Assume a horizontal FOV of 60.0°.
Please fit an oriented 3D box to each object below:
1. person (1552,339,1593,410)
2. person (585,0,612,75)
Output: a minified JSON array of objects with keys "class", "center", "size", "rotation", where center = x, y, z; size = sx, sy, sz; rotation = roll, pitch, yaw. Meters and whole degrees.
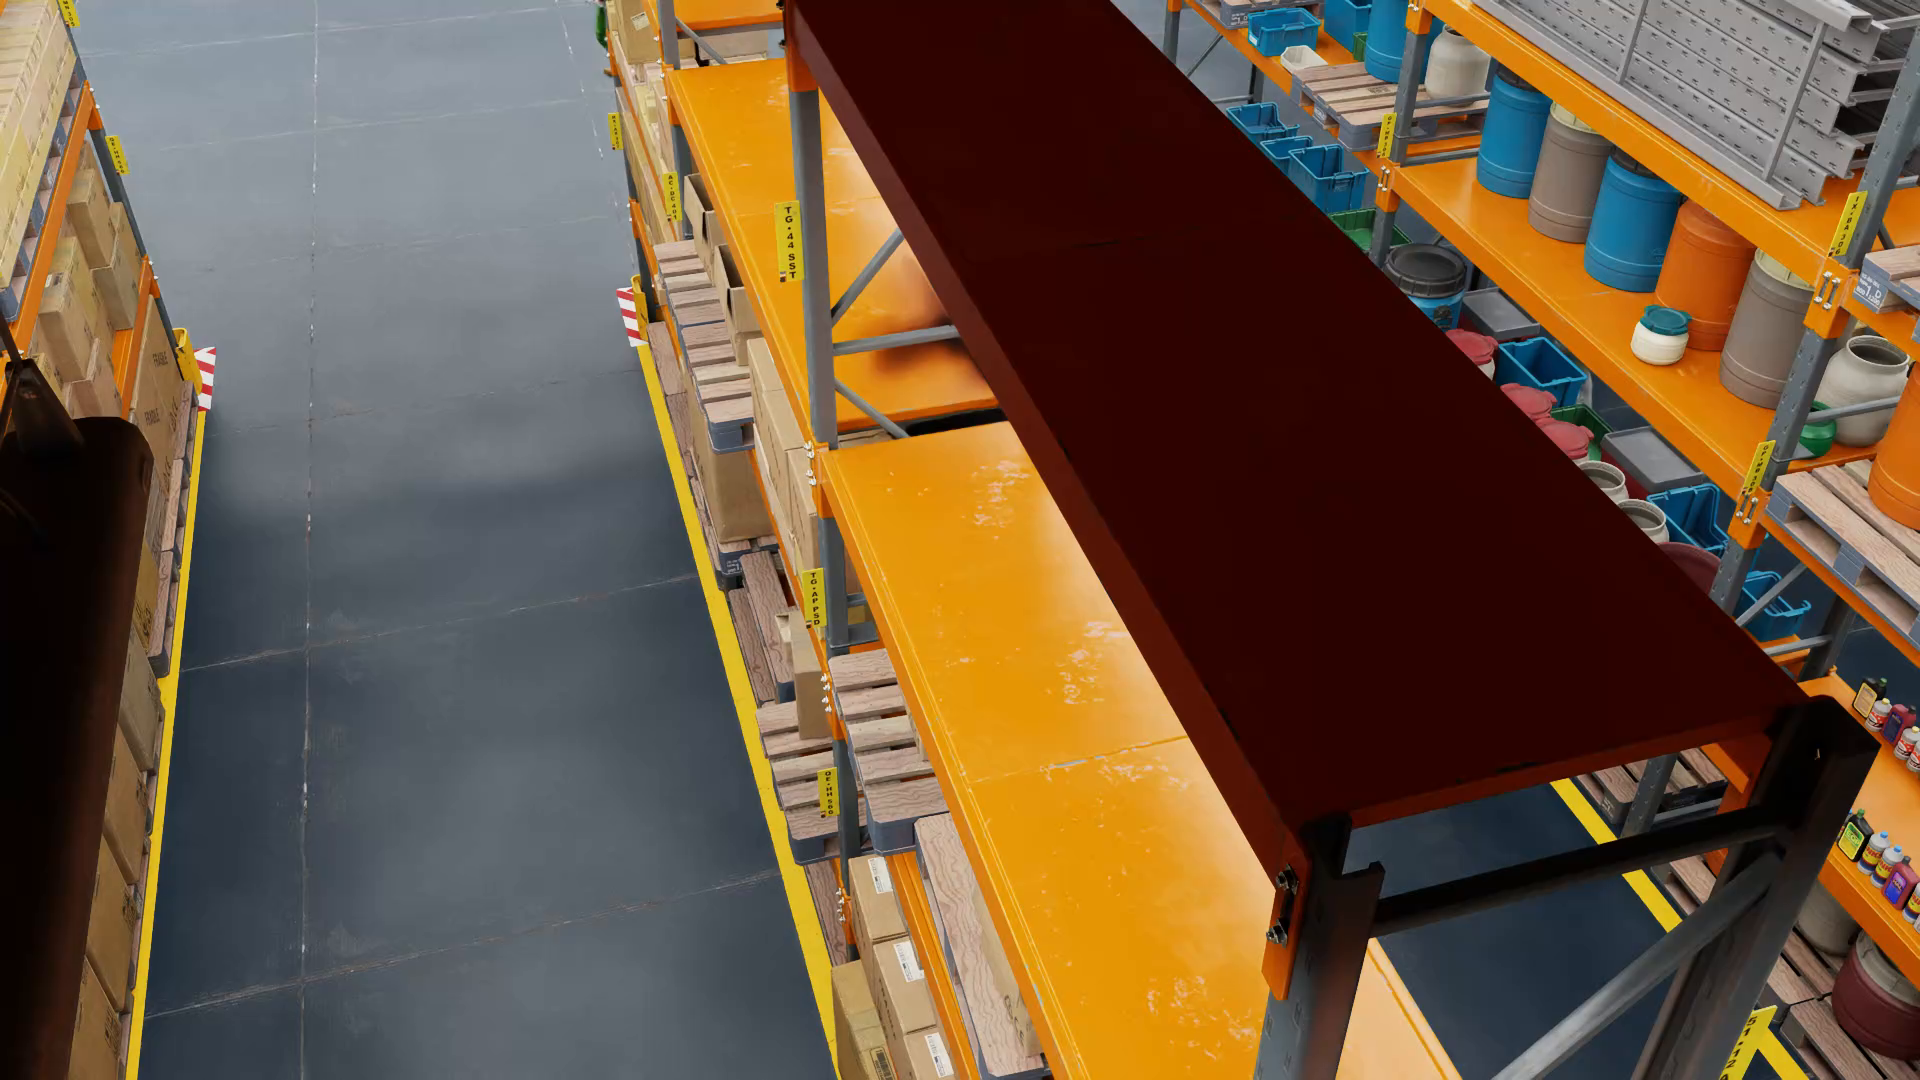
[{"class":"person","center":[5.121,-1.697,13.685],"size":[0.519,1.582,0.615],"rotation":[-17,41,-20]},{"class":"person","center":[-4.040,-6.253,19.323],"size":[0.601,1.738,0.658],"rotation":[2,38,3]}]
